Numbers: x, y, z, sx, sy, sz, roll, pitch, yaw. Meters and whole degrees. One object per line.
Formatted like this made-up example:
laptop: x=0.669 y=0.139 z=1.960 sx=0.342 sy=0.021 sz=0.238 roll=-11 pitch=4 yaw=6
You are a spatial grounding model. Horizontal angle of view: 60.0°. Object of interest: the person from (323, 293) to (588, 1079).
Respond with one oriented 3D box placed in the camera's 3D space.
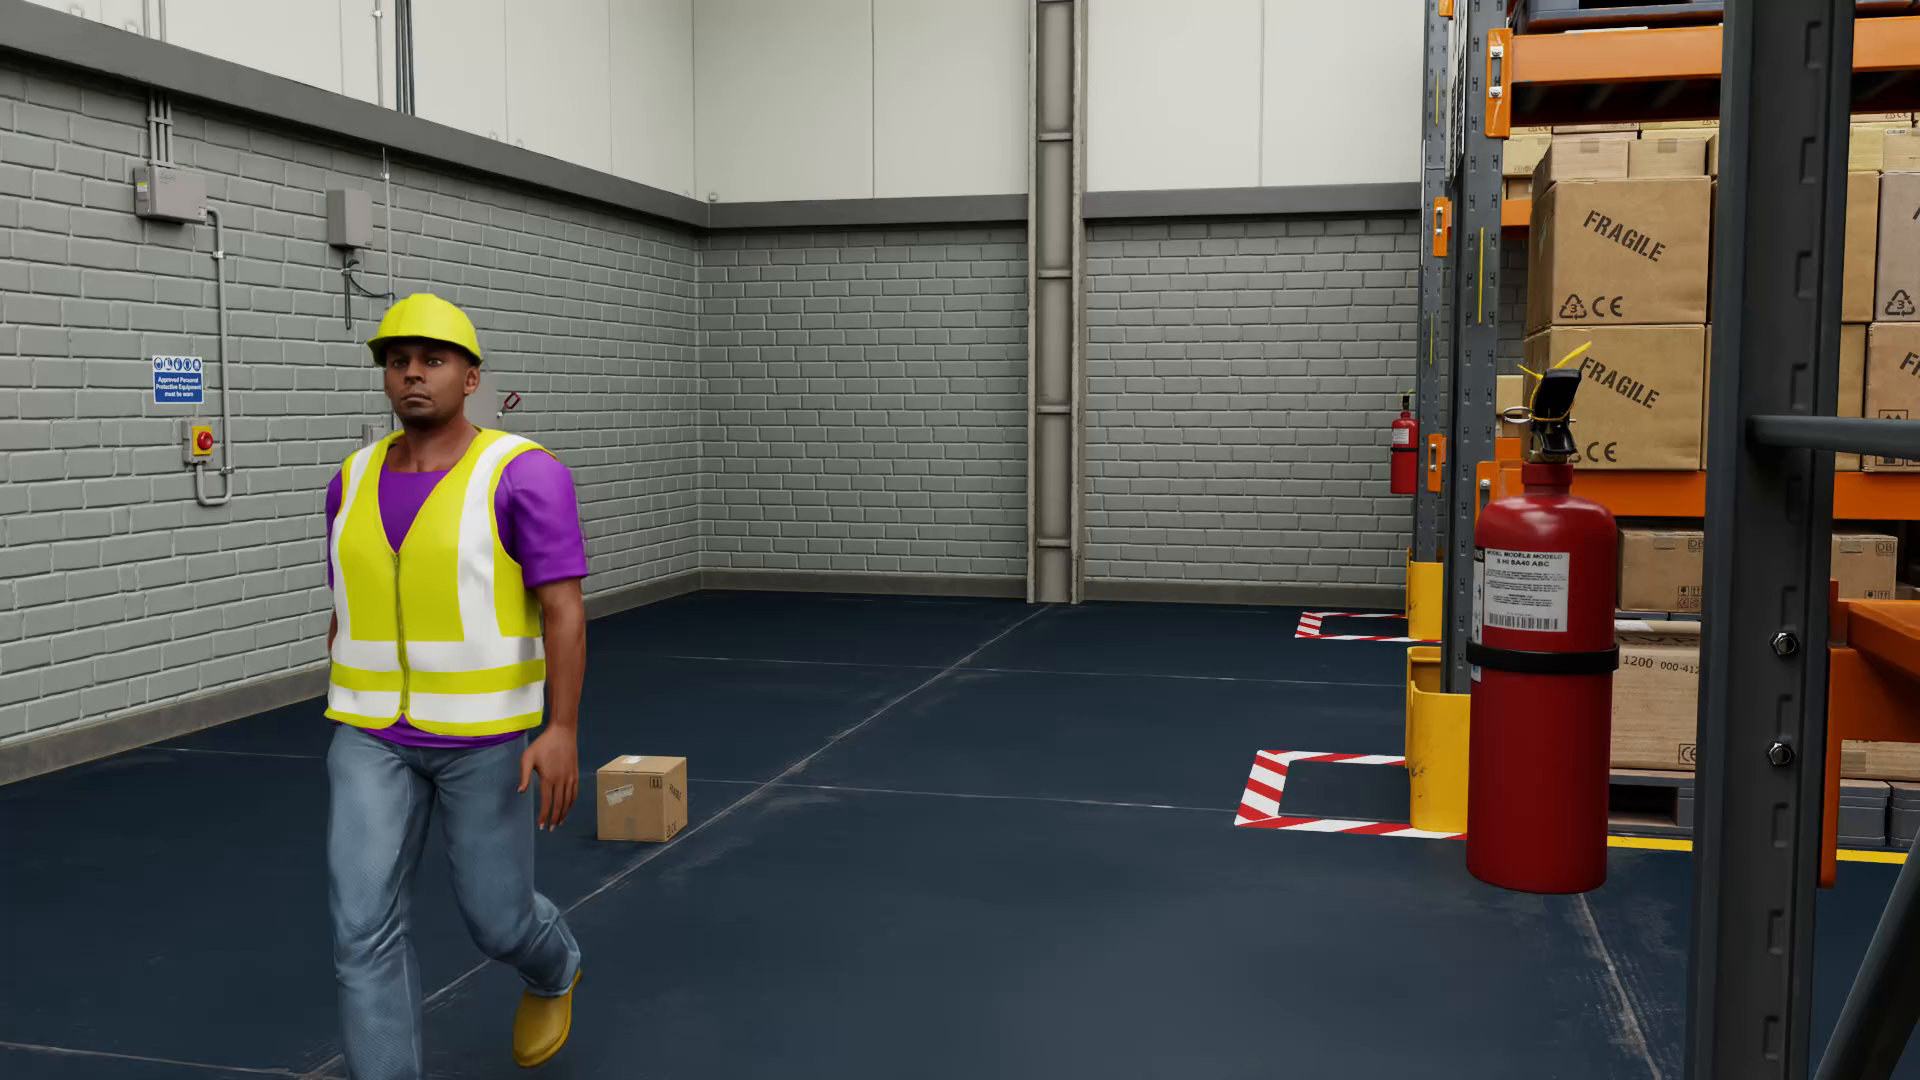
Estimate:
person: x=-1.028 y=0.376 z=3.387 sx=0.584 sy=1.740 sz=0.909 roll=0 pitch=5 yaw=6
